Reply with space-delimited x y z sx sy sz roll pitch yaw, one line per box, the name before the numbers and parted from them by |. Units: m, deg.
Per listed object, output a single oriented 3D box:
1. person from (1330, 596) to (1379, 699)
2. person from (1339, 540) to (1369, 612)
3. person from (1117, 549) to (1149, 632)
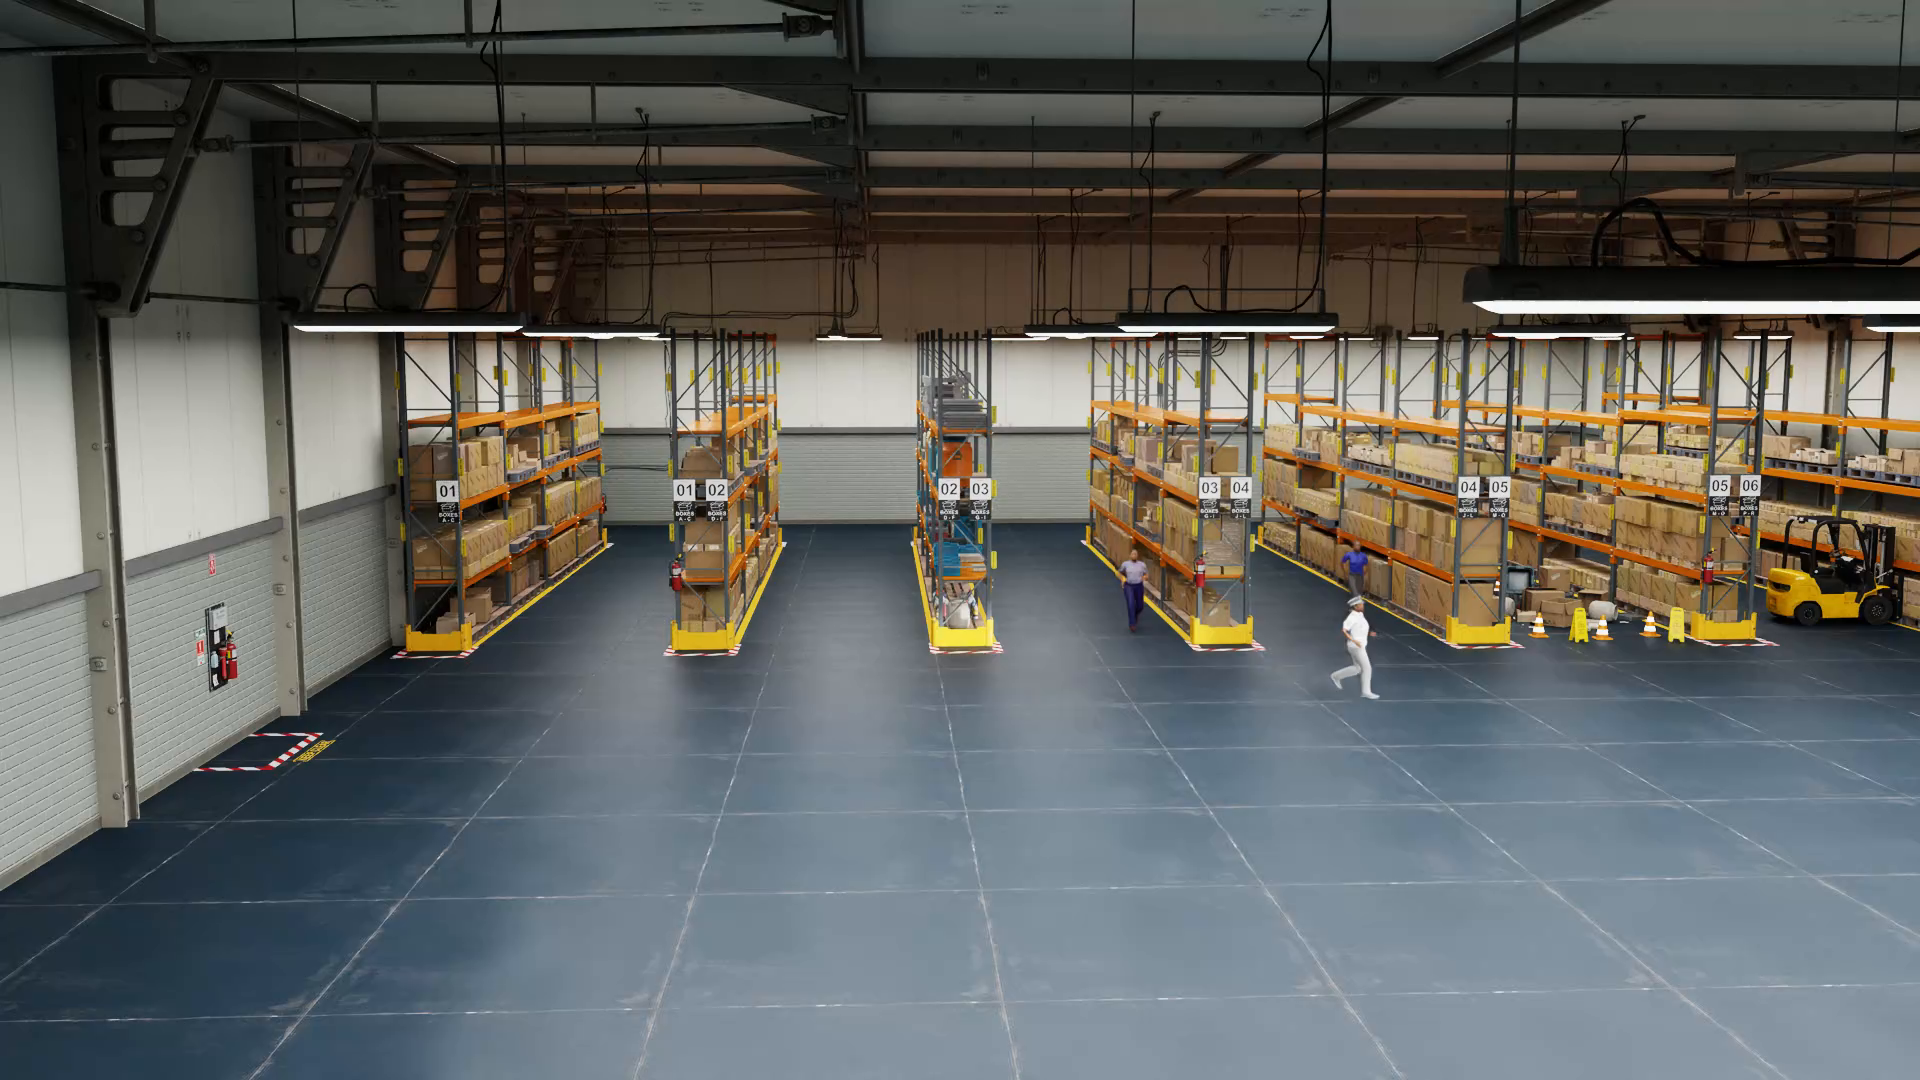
person | 6.406 1.722 26.959 0.828 1.663 0.588 3 7 25
person | 8.240 0.818 34.691 0.597 1.647 0.797 -1 7 -7
person | 3.482 0.986 33.384 0.619 1.617 0.862 -1 7 -5
